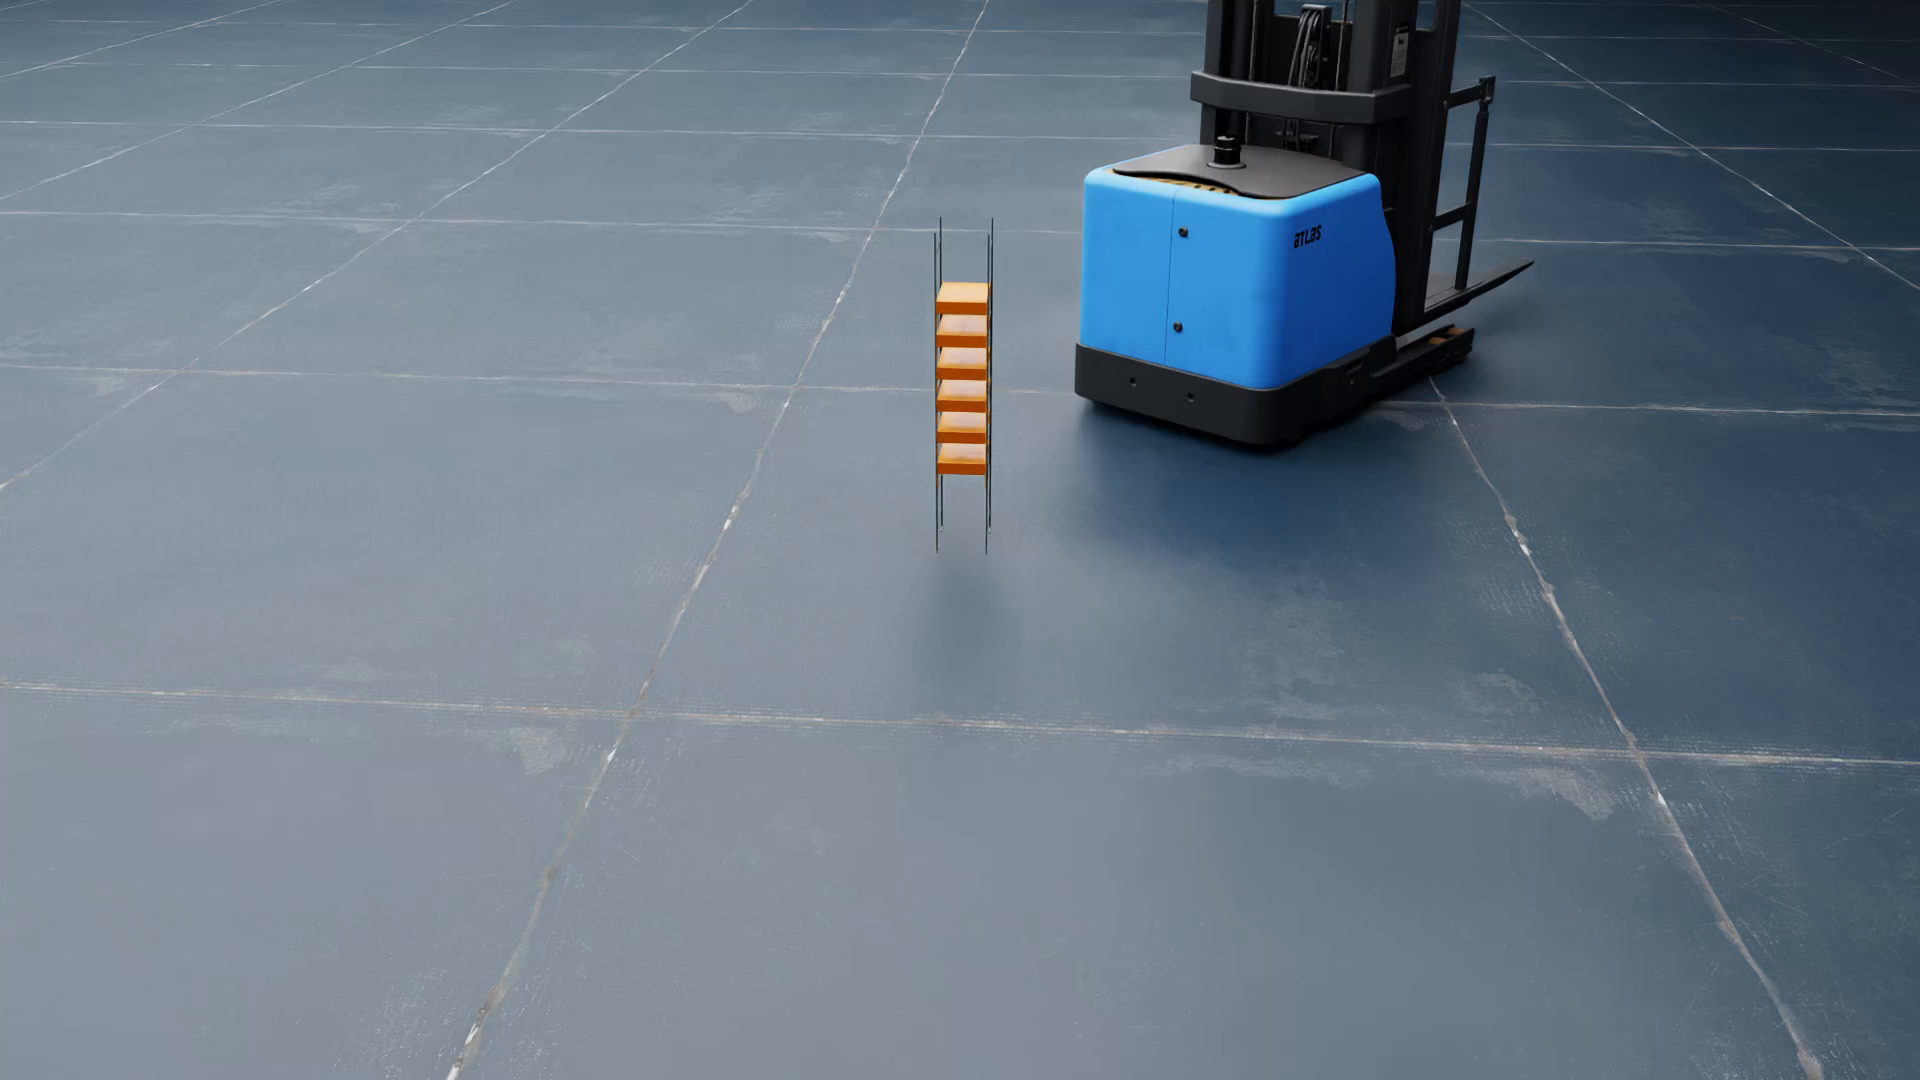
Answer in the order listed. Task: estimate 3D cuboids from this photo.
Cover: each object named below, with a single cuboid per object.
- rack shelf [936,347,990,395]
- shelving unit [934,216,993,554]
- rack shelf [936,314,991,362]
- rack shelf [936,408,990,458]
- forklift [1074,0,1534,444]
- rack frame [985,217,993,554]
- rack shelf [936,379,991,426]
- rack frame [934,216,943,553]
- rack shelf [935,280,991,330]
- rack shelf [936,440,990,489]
[{"bbox_3d":[0.014,-0.613,5.967,0.180,0.103,0.258,2,25,4],"label":"rack shelf"},{"bbox_3d":[0.014,-0.545,5.998,0.189,1.200,0.258,2,25,4],"label":"shelving unit"},{"bbox_3d":[0.014,-0.722,5.916,0.180,0.103,0.258,2,25,4],"label":"rack shelf"},{"bbox_3d":[0.014,-0.395,6.067,0.180,0.103,0.258,2,25,4],"label":"rack shelf"},{"bbox_3d":[1.867,-2.267,7.670,1.130,2.935,3.031,20,31,37],"label":"forklift"},{"bbox_3d":[0.106,-0.542,5.992,0.006,1.200,0.240,2,25,4],"label":"rack frame"},{"bbox_3d":[0.014,-0.504,6.017,0.180,0.103,0.258,2,25,4],"label":"rack shelf"},{"bbox_3d":[-0.077,-0.548,6.005,0.006,1.200,0.240,2,25,4],"label":"rack frame"},{"bbox_3d":[0.014,-0.831,5.866,0.180,0.103,0.258,2,25,4],"label":"rack shelf"},{"bbox_3d":[0.014,-0.286,6.117,0.180,0.103,0.258,2,25,4],"label":"rack shelf"}]
